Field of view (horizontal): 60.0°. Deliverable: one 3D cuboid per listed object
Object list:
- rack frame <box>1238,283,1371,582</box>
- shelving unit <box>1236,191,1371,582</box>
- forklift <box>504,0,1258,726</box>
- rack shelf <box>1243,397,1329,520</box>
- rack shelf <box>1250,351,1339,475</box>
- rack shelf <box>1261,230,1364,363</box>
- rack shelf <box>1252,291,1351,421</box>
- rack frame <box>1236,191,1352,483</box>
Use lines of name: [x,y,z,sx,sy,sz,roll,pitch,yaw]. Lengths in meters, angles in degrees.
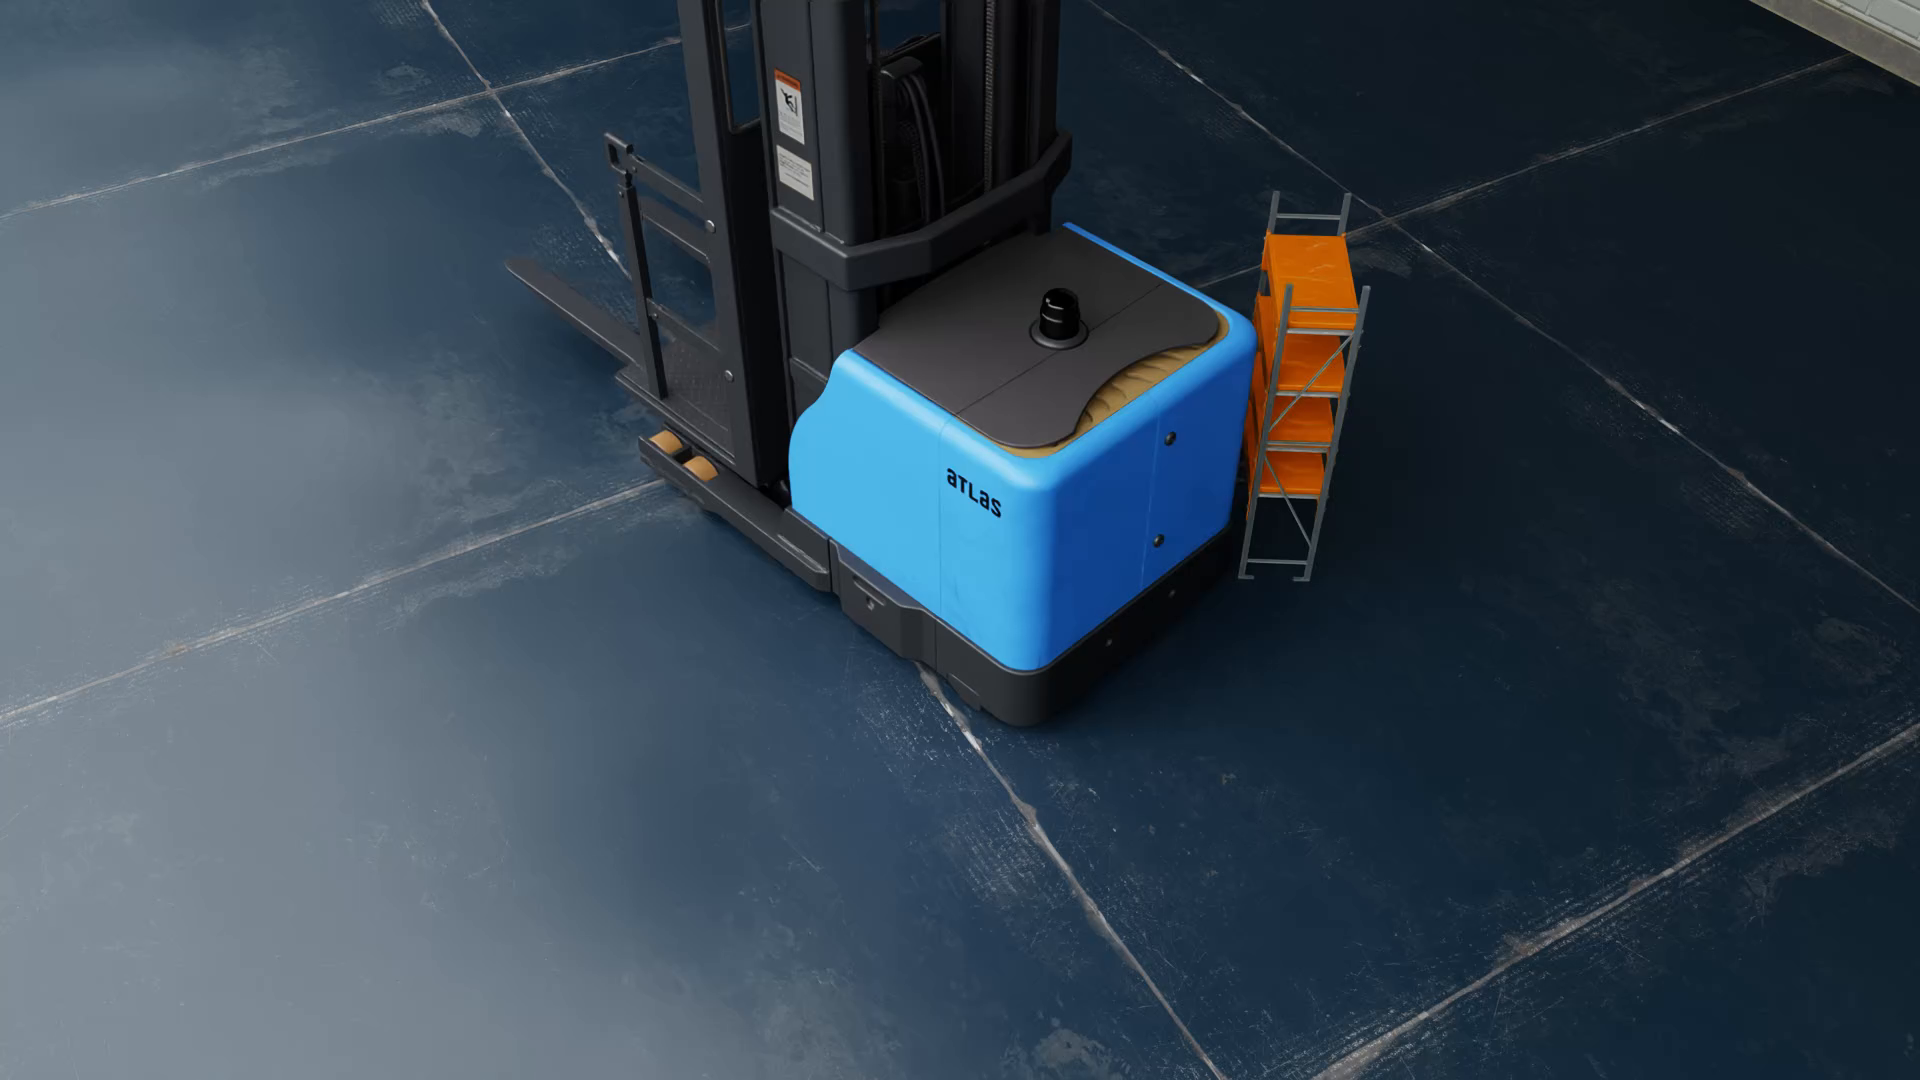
rack frame: [1.059,-0.299,5.197,0.240,1.200,0.015,2,44,2]
shelving unit: [1.073,-0.469,5.372,0.258,1.200,0.503,2,44,2]
forklift: [-0.501,-1.407,5.095,1.130,2.935,3.031,-35,54,-30]
rack shelf: [1.073,-0.278,5.557,0.258,0.148,0.480,2,44,2]
rack shelf: [1.073,-0.421,5.419,0.258,0.148,0.480,2,44,2]
rack shelf: [1.073,-0.751,5.098,0.258,0.148,0.480,2,44,2]
rack shelf: [1.073,-0.581,5.263,0.258,0.148,0.480,2,44,2]
rack frame: [1.087,-0.639,5.547,0.240,1.200,0.015,2,44,2]
